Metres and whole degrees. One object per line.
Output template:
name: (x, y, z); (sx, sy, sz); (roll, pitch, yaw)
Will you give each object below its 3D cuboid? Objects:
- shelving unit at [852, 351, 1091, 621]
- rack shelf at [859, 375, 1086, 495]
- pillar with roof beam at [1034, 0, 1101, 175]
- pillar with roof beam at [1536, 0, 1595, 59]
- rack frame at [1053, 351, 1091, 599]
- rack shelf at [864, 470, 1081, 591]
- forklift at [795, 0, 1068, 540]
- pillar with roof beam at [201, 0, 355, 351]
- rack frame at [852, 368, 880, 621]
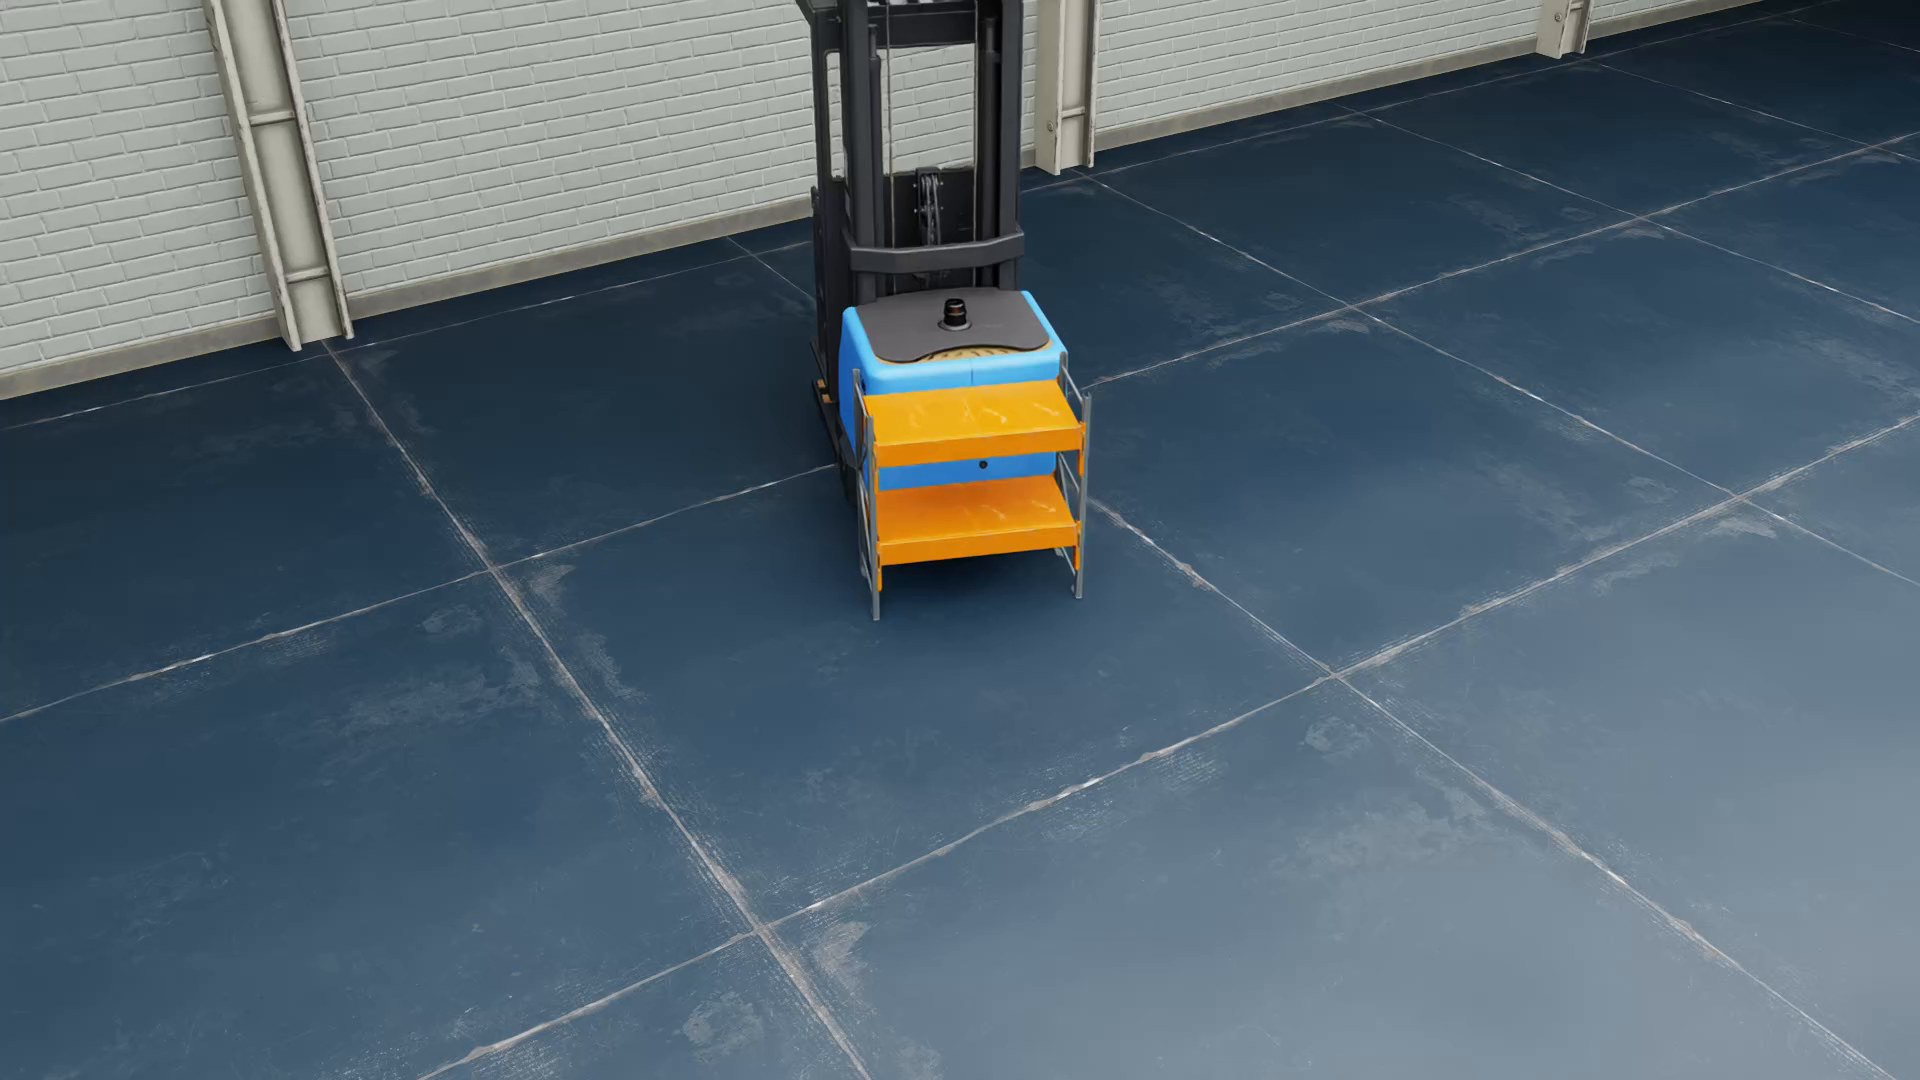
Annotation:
shelving unit: (0.047, -0.262, 8.112); (1.048, 1.125, 0.538); (-6, 33, -9)
rack shelf: (0.047, -0.510, 7.956); (1.000, 0.278, 0.538); (-6, 33, -9)
pillar with roof beam: (3.180, -4.944, 8.153); (0.400, 9.000, 9.100); (-19, 37, -27)
pillar with roof beam: (8.223, -6.678, 10.902); (0.400, 9.000, 9.100); (-19, 37, -27)
rack frame: (0.546, -0.313, 8.193); (0.032, 1.125, 0.500); (-6, 33, -9)
rack shelf: (0.047, -0.056, 8.242); (1.000, 0.278, 0.538); (-6, 33, -9)
forklift: (-0.272, -1.976, 9.135); (1.130, 2.935, 3.031); (-7, 33, -11)
pillar with roof beam: (-1.863, -3.209, 5.403); (0.400, 9.000, 9.100); (-19, 37, -27)
rack frame: (-0.453, -0.212, 8.031); (0.032, 1.125, 0.500); (-6, 33, -9)
